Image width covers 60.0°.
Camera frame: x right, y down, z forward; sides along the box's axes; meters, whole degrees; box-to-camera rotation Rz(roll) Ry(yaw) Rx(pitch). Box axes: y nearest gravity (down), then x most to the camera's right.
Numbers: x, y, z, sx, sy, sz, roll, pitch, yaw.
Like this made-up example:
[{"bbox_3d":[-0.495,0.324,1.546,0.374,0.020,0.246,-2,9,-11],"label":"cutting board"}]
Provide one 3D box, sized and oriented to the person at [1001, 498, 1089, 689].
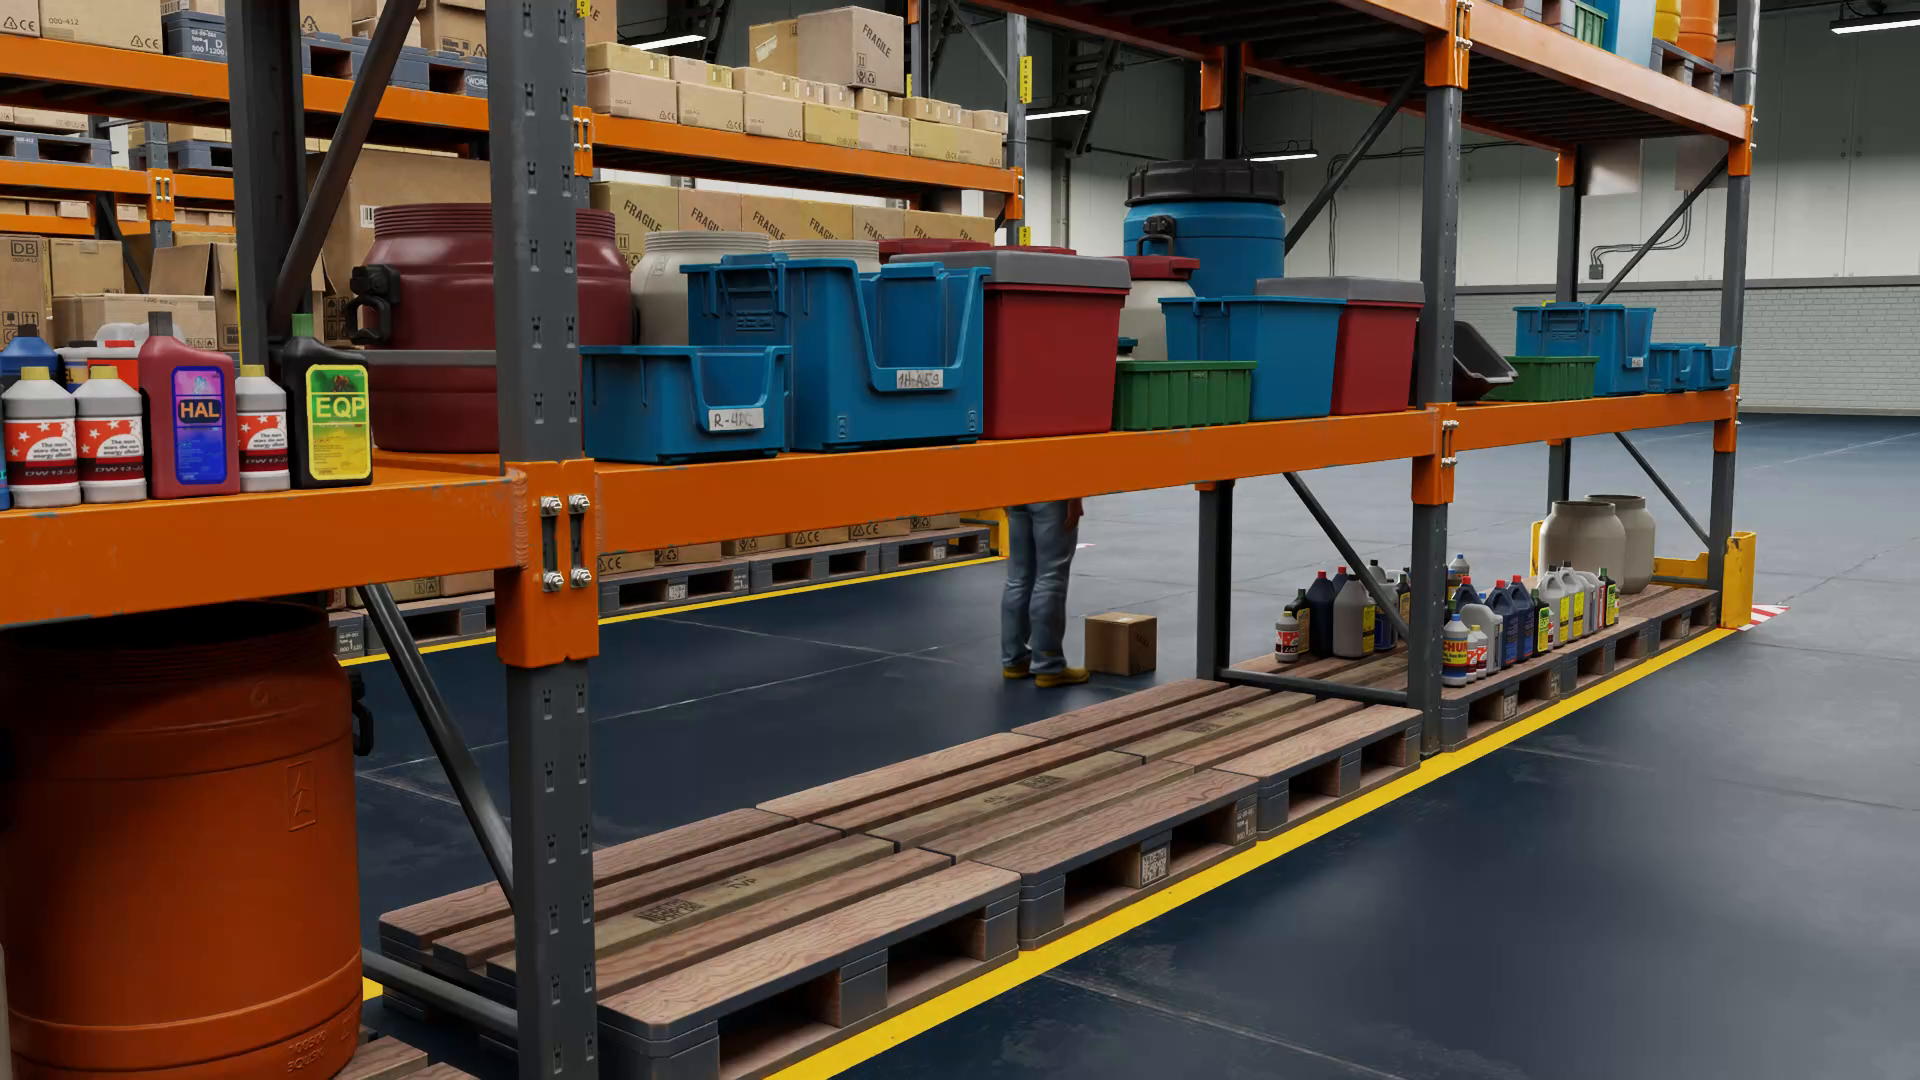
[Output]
[{"bbox_3d":[0.375,-0.231,7.580,0.380,1.770,0.564,-5,8,-35],"label":"person"}]
